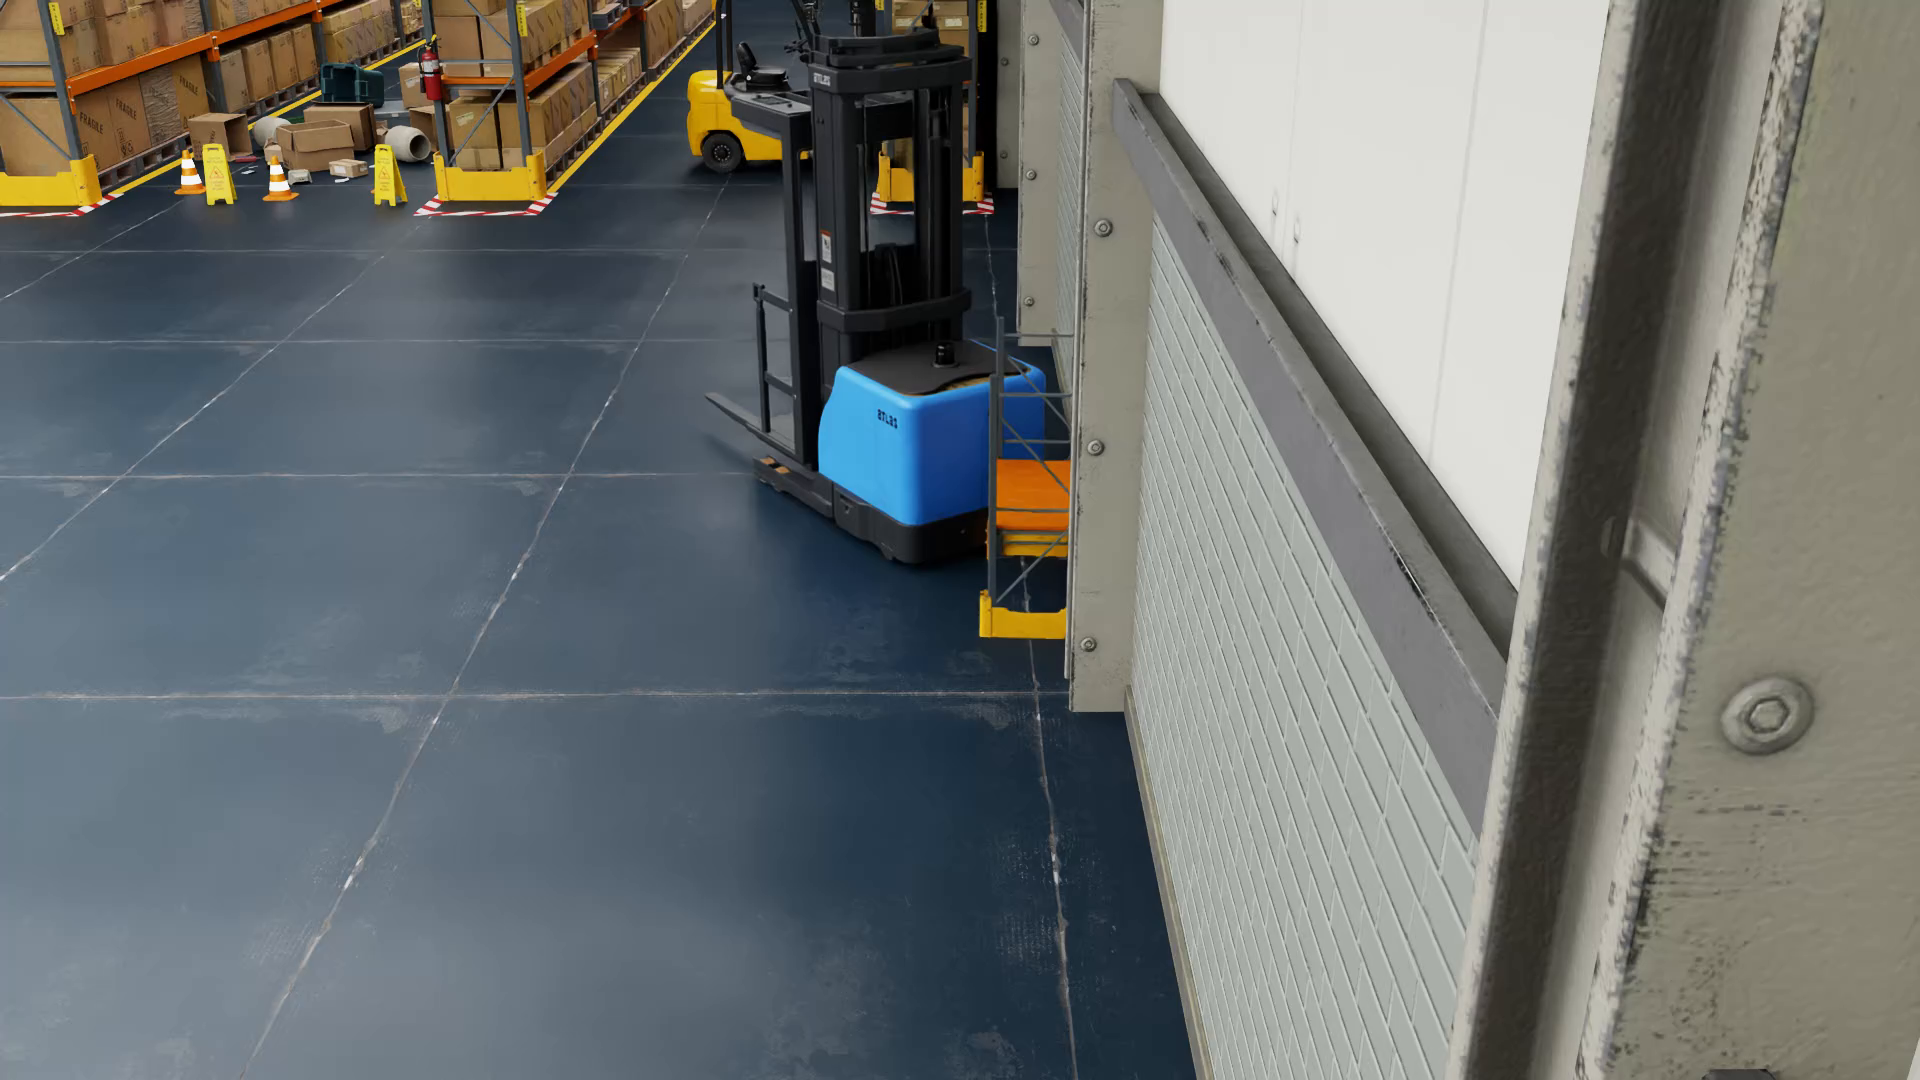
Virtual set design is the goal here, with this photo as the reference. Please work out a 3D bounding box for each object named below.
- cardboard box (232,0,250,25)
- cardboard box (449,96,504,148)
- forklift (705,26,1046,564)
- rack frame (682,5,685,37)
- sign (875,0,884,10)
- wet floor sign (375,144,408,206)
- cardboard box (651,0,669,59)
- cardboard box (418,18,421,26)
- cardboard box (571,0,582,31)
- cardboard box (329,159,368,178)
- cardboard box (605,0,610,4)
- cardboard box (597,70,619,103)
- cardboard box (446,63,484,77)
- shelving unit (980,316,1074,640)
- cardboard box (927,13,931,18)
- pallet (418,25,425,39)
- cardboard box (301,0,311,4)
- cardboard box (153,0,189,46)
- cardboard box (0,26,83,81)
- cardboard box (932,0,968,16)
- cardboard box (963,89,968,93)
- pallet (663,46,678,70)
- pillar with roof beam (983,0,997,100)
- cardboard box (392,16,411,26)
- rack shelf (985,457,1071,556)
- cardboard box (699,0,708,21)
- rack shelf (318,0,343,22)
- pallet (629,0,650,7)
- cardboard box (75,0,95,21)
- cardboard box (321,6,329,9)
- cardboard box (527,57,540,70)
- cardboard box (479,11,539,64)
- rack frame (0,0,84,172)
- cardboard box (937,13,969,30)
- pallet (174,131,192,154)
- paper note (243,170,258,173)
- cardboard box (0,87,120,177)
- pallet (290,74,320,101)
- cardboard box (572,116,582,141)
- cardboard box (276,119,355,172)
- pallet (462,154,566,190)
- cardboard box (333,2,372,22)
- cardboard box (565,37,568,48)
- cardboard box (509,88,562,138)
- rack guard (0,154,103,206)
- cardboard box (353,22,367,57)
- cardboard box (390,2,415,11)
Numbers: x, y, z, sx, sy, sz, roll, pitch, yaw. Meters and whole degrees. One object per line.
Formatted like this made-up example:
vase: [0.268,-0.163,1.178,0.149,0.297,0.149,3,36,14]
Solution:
cardboard box: [-10.019,-7.273,22.571,0.500,0.500,0.500,0,24,0]
cardboard box: [-5.554,-4.827,19.199,0.500,0.500,0.500,0,24,0]
forklift: [-0.719,-1.750,10.563,1.130,2.935,3.031,-16,29,-31]
rack frame: [-5.415,-10.162,29.079,1.000,3.000,0.127,0,24,-1]
sign: [-0.864,-5.880,17.919,0.100,0.325,0.005,0,24,-1]
wet floor sign: [-6.352,-4.062,18.448,0.267,0.644,0.232,8,26,18]
cardboard box: [-5.301,-8.390,27.229,0.875,0.875,0.875,0,24,0]
cardboard box: [-10.195,-9.569,30.718,0.380,0.149,0.250,-1,24,-3]
cardboard box: [-5.062,-6.653,20.838,0.500,0.500,0.500,1,24,1]
cardboard box: [-7.318,-4.449,19.907,0.380,0.149,0.250,13,27,27]
cardboard box: [-5.052,-7.497,22.982,0.380,0.149,0.250,0,24,0]
cardboard box: [-5.347,-6.372,23.379,0.950,0.372,0.625,1,24,3]
cardboard box: [-5.502,-5.256,18.537,0.380,0.149,0.250,1,24,1]
shelving unit: [0.430,-0.365,9.237,0.587,1.500,1.083,1,24,3]
cardboard box: [-0.591,-5.914,19.564,0.500,0.500,0.500,-1,24,-2]
pallet: [-10.423,-9.609,31.239,1.003,0.211,1.213,0,24,-1]
cardboard box: [-10.047,-8.311,24.866,0.500,0.500,0.500,0,24,-1]
cardboard box: [-10.232,-6.492,20.782,0.875,0.550,0.550,0,24,-1]
cardboard box: [-10.282,-5.375,18.312,0.875,0.550,0.550,0,24,-1]
cardboard box: [-0.111,-5.857,18.292,0.380,0.149,0.250,-1,24,-2]
cardboard box: [-0.141,-5.246,19.824,0.500,0.250,0.500,0,24,-1]
pallet: [-5.315,-8.070,27.838,1.003,0.211,1.213,0,24,-1]
pillar with roof beam: [-3.797,-10.719,23.030,9.100,9.000,0.400,0,24,-1]
cardboard box: [-10.048,-9.277,29.711,0.380,0.149,0.250,1,24,2]
rack shelf: [0.429,-0.197,9.303,0.538,0.185,1.000,1,24,3]
cardboard box: [-5.333,-10.186,31.731,0.875,0.438,0.875,0,24,1]
rack shelf: [-10.342,-8.947,27.264,1.077,0.370,4.000,0,24,-1]
pallet: [-5.257,-8.134,24.826,1.213,0.211,1.003,0,24,-1]
cardboard box: [-10.296,-6.093,18.590,0.875,0.550,0.550,0,24,-1]
cardboard box: [-10.596,-8.543,27.112,0.500,0.250,0.500,0,24,1]
cardboard box: [-5.020,-5.458,18.982,0.380,0.149,0.250,-1,24,-2]
cardboard box: [-5.012,-5.595,18.499,0.500,0.500,0.500,-1,24,-1]
rack frame: [-10.233,-5.154,18.005,1.000,3.000,0.127,0,24,-1]
cardboard box: [-0.065,-5.724,18.356,0.380,0.149,0.250,-1,24,-2]
pallet: [-10.346,-5.218,21.531,1.003,0.211,1.213,0,24,-1]
paper note: [-8.552,-4.437,20.025,0.144,0.017,0.142,8,26,18]
cardboard box: [-10.306,-4.656,18.974,0.875,0.875,0.875,0,24,0]
pallet: [-10.387,-6.854,25.149,1.003,0.211,1.213,0,24,-1]
cardboard box: [-5.036,-5.133,20.786,0.500,0.250,0.500,0,24,0]
cardboard box: [-7.835,-4.793,20.236,0.797,0.503,0.637,-19,31,-36]
pallet: [-5.259,-4.313,19.531,1.003,0.211,1.213,0,24,-1]
cardboard box: [-10.091,-8.757,27.586,0.500,0.250,0.500,-1,24,-3]
cardboard box: [-5.032,-6.096,20.394,0.380,0.149,0.250,-1,24,-1]
cardboard box: [-5.027,-5.057,19.708,0.500,0.500,0.500,-1,24,-3]
rack guard: [-10.233,-4.005,18.498,1.175,0.500,0.348,0,24,-1]
cardboard box: [-10.092,-8.214,27.295,0.500,0.500,0.500,-1,24,-2]
cardboard box: [-10.182,-9.730,30.351,0.380,0.149,0.250,-1,24,-2]
